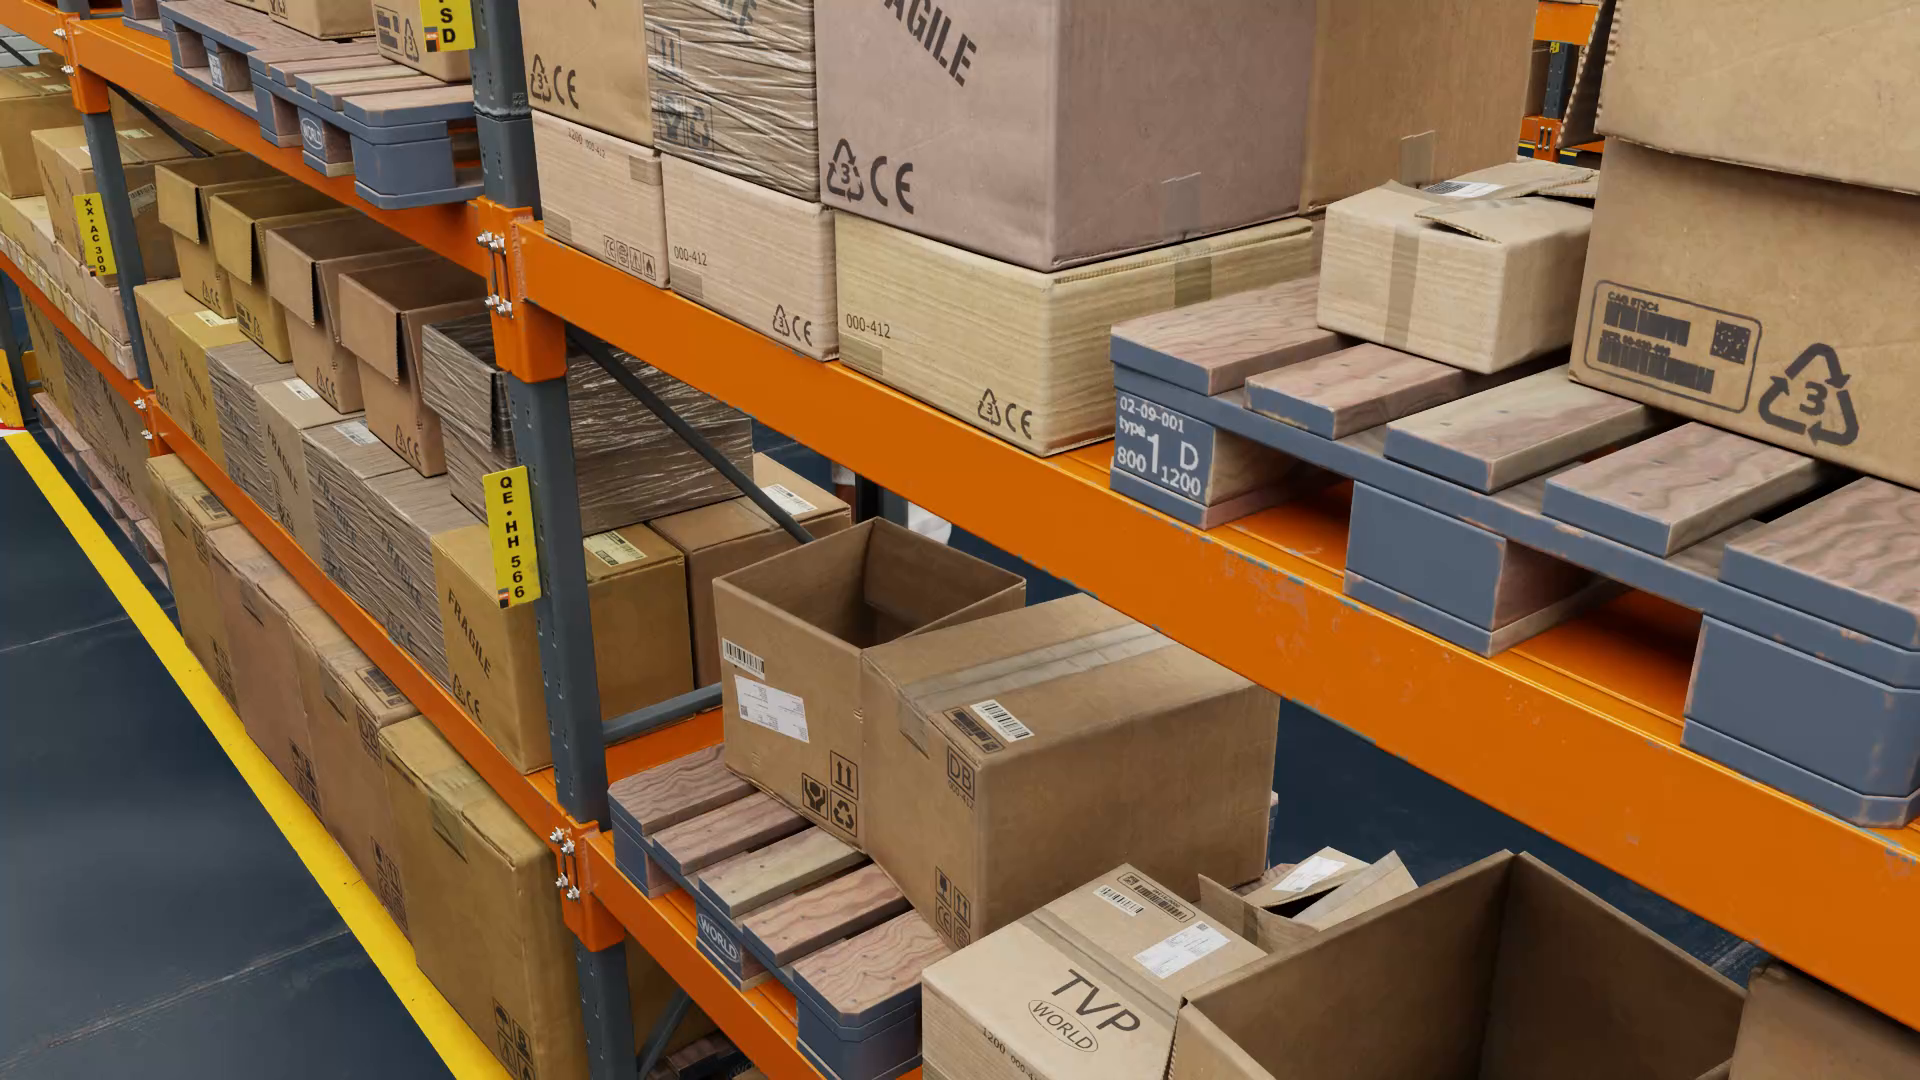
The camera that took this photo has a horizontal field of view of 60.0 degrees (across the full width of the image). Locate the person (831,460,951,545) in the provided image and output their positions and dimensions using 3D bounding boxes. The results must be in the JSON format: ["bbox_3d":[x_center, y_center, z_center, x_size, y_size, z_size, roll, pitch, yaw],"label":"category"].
[{"bbox_3d":[-0.279,-0.016,6.625,0.631,1.776,0.443,-20,31,-36],"label":"person"}]
